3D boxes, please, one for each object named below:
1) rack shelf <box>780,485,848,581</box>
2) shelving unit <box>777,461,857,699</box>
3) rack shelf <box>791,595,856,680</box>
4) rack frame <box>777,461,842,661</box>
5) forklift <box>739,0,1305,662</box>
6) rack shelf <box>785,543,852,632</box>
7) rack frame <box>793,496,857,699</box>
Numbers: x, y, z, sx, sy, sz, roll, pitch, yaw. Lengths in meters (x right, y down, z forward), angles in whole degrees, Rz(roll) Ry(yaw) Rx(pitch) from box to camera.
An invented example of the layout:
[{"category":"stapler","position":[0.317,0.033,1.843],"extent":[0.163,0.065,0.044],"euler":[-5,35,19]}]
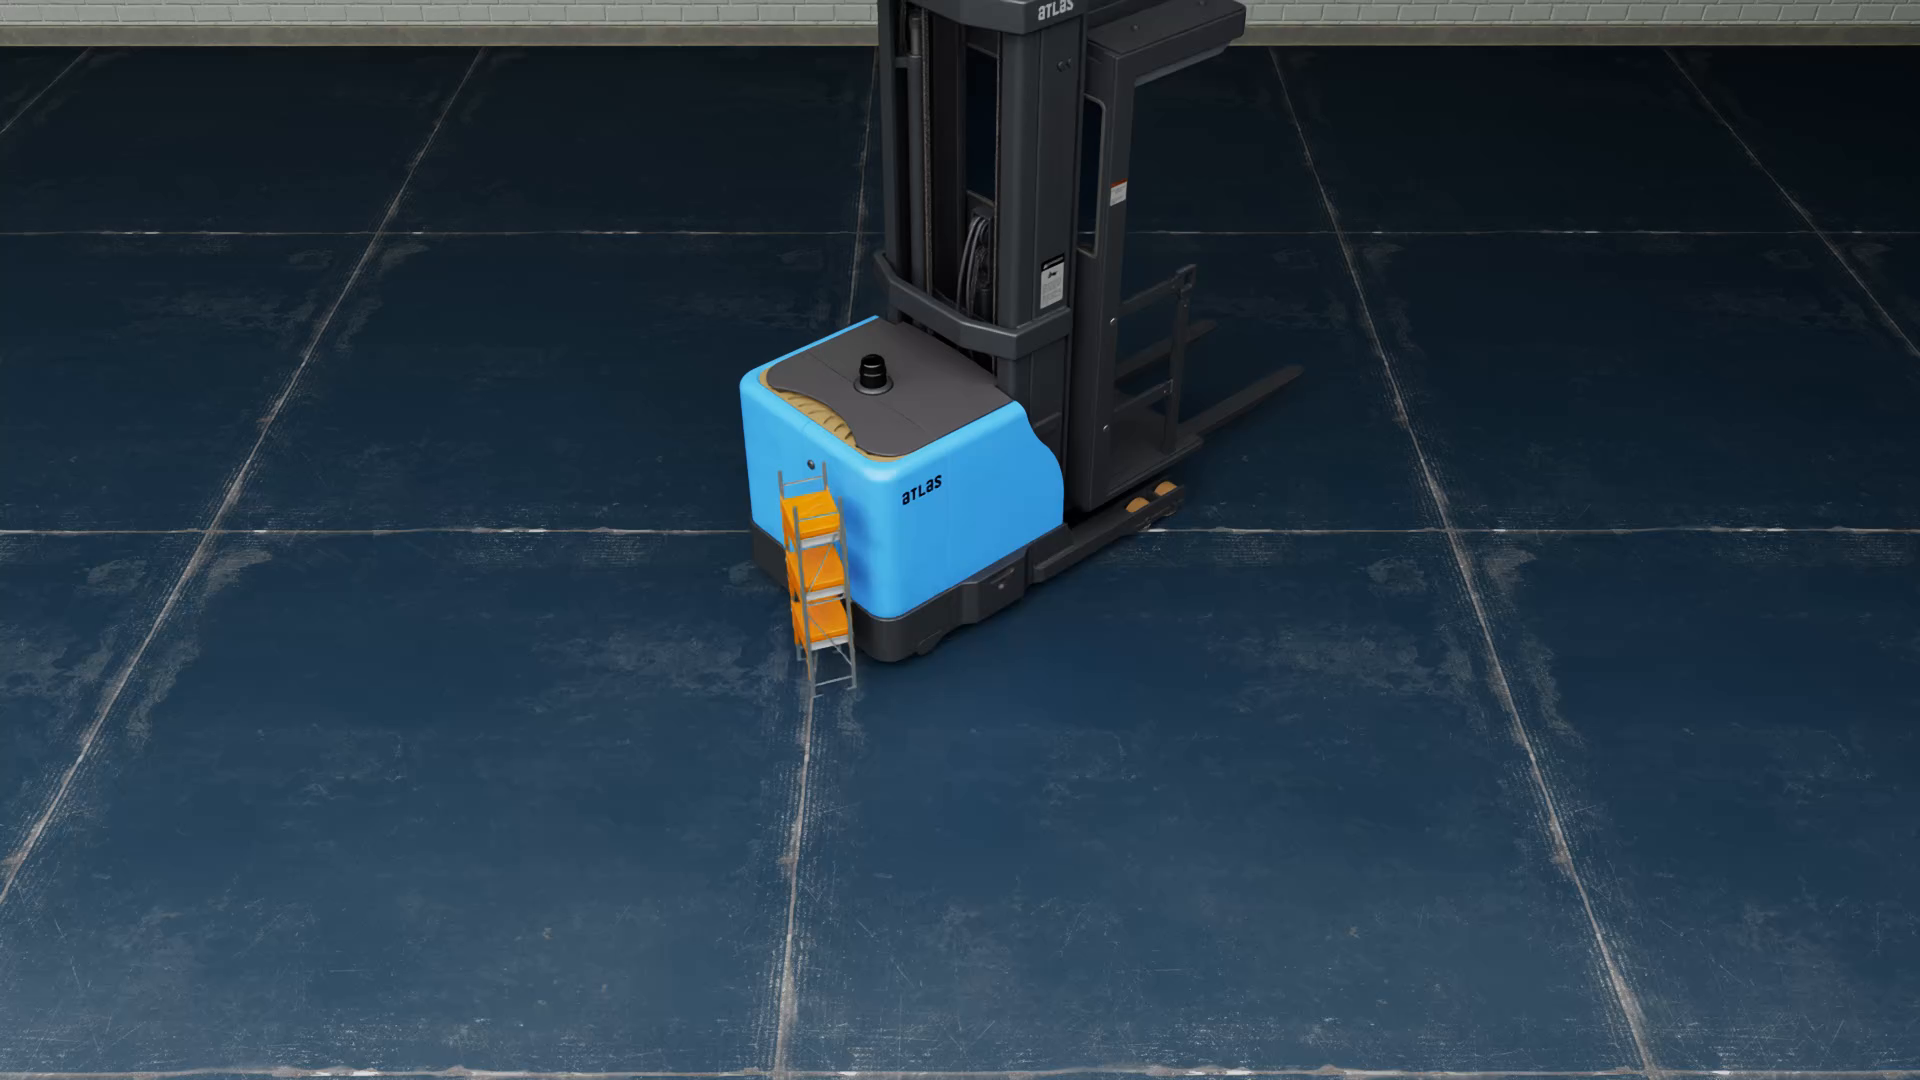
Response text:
[{"category":"rack shelf","position":[-0.593,-0.029,6.749],"extent":[0.215,0.259,0.240],"euler":[-13,41,-14]},{"category":"shelving unit","position":[-0.589,0.181,6.924],"extent":[0.215,1.050,0.252],"euler":[-13,41,-14]},{"category":"rack shelf","position":[-0.584,0.403,7.109],"extent":[0.215,0.259,0.240],"euler":[-13,41,-14]},{"category":"rack frame","position":[-0.628,0.107,7.013],"extent":[0.200,1.050,0.008],"euler":[-13,41,-14]},{"category":"forklift","position":[0.469,-1.403,7.403],"extent":[3.031,2.935,1.130],"euler":[-29,47,-31]},{"category":"rack shelf","position":[-0.588,0.189,6.931],"extent":[0.215,0.259,0.240],"euler":[-13,41,-14]},{"category":"rack frame","position":[-0.549,0.254,6.835],"extent":[0.200,1.050,0.008],"euler":[-13,41,-14]}]
